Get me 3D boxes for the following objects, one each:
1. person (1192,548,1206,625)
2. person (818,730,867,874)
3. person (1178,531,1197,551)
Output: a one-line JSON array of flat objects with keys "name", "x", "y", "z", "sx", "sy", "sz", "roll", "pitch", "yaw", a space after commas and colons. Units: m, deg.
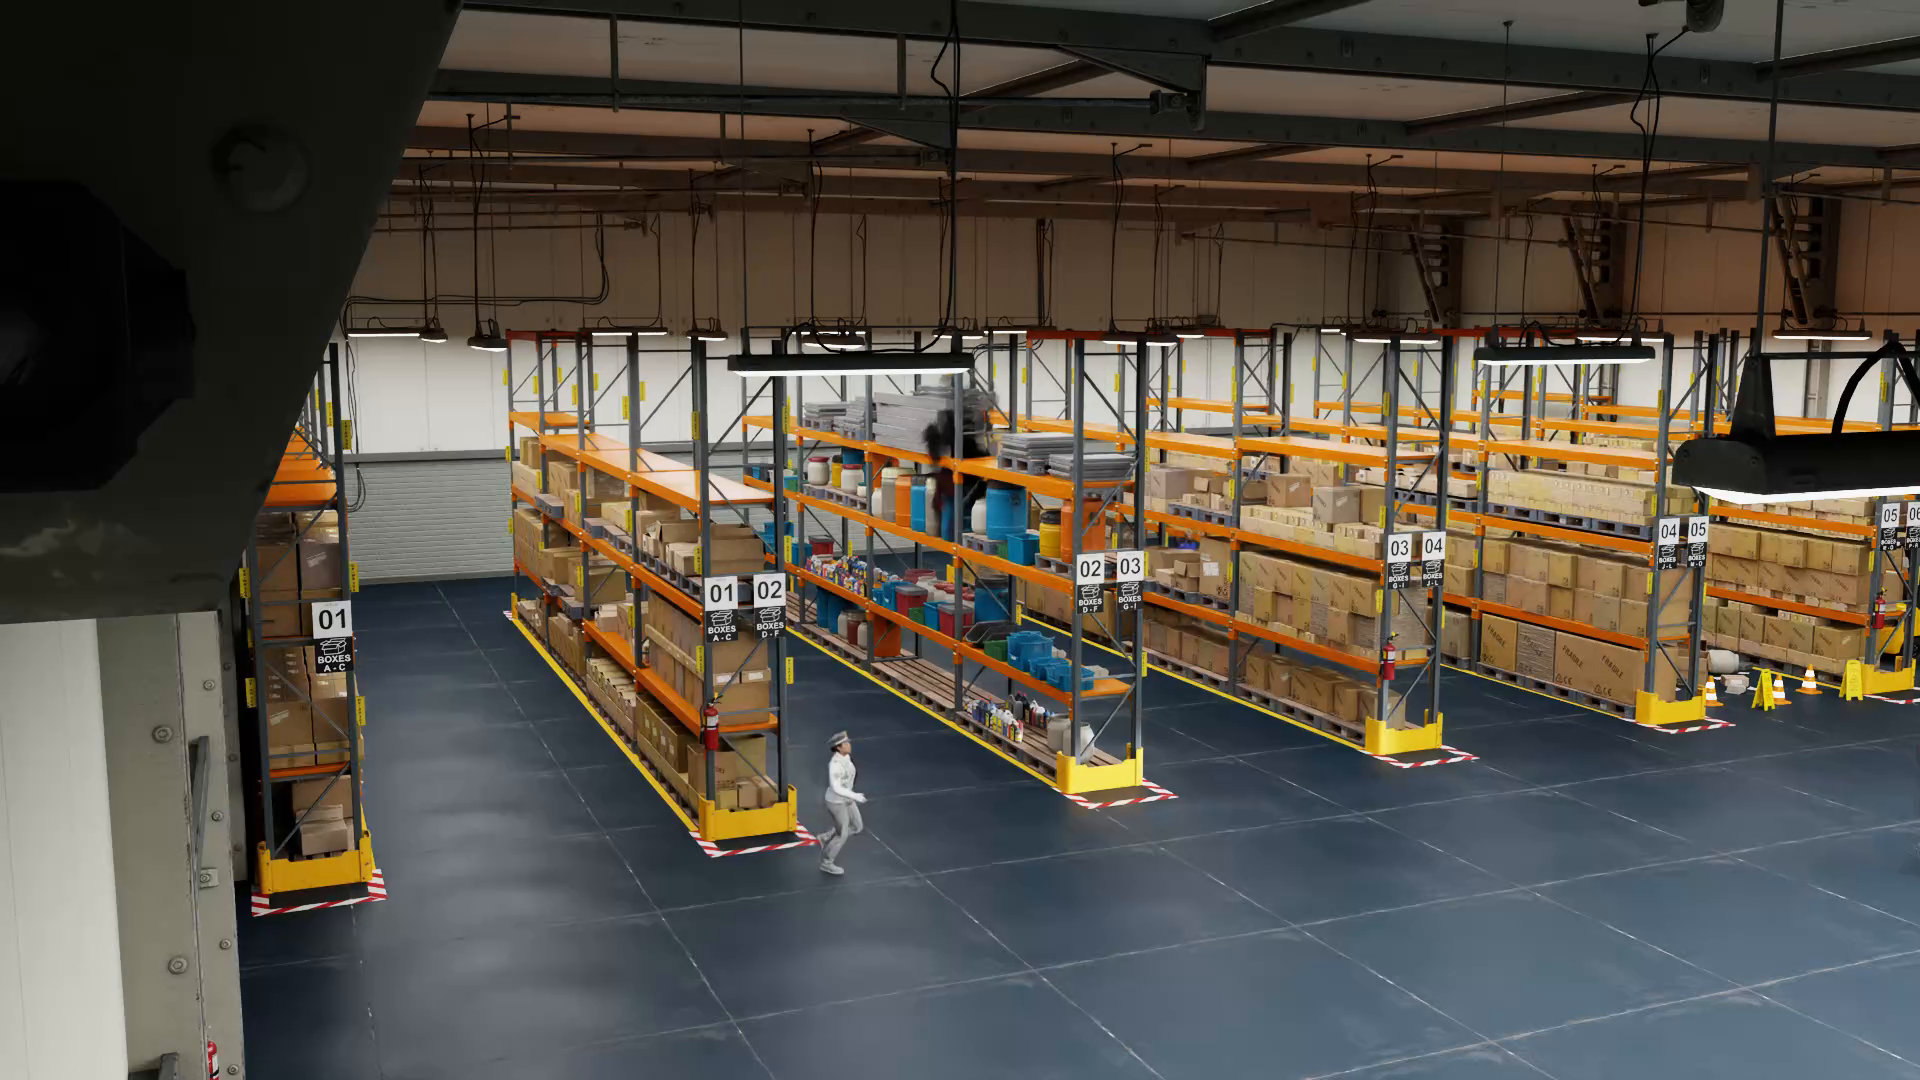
[{"name": "person", "x": 4.728, "y": 1.011, "z": 32.862, "sx": 0.673, "sy": 1.699, "sz": 0.943, "roll": -4, "pitch": 9, "yaw": -25}, {"name": "person", "x": -1.320, "y": 2.962, "z": 18.906, "sx": 0.581, "sy": 1.661, "sz": 0.651, "roll": 1, "pitch": 8, "yaw": 10}, {"name": "person", "x": 5.019, "y": 0.618, "z": 36.153, "sx": 0.633, "sy": 1.621, "sz": 0.499, "roll": -4, "pitch": 9, "yaw": -29}]
